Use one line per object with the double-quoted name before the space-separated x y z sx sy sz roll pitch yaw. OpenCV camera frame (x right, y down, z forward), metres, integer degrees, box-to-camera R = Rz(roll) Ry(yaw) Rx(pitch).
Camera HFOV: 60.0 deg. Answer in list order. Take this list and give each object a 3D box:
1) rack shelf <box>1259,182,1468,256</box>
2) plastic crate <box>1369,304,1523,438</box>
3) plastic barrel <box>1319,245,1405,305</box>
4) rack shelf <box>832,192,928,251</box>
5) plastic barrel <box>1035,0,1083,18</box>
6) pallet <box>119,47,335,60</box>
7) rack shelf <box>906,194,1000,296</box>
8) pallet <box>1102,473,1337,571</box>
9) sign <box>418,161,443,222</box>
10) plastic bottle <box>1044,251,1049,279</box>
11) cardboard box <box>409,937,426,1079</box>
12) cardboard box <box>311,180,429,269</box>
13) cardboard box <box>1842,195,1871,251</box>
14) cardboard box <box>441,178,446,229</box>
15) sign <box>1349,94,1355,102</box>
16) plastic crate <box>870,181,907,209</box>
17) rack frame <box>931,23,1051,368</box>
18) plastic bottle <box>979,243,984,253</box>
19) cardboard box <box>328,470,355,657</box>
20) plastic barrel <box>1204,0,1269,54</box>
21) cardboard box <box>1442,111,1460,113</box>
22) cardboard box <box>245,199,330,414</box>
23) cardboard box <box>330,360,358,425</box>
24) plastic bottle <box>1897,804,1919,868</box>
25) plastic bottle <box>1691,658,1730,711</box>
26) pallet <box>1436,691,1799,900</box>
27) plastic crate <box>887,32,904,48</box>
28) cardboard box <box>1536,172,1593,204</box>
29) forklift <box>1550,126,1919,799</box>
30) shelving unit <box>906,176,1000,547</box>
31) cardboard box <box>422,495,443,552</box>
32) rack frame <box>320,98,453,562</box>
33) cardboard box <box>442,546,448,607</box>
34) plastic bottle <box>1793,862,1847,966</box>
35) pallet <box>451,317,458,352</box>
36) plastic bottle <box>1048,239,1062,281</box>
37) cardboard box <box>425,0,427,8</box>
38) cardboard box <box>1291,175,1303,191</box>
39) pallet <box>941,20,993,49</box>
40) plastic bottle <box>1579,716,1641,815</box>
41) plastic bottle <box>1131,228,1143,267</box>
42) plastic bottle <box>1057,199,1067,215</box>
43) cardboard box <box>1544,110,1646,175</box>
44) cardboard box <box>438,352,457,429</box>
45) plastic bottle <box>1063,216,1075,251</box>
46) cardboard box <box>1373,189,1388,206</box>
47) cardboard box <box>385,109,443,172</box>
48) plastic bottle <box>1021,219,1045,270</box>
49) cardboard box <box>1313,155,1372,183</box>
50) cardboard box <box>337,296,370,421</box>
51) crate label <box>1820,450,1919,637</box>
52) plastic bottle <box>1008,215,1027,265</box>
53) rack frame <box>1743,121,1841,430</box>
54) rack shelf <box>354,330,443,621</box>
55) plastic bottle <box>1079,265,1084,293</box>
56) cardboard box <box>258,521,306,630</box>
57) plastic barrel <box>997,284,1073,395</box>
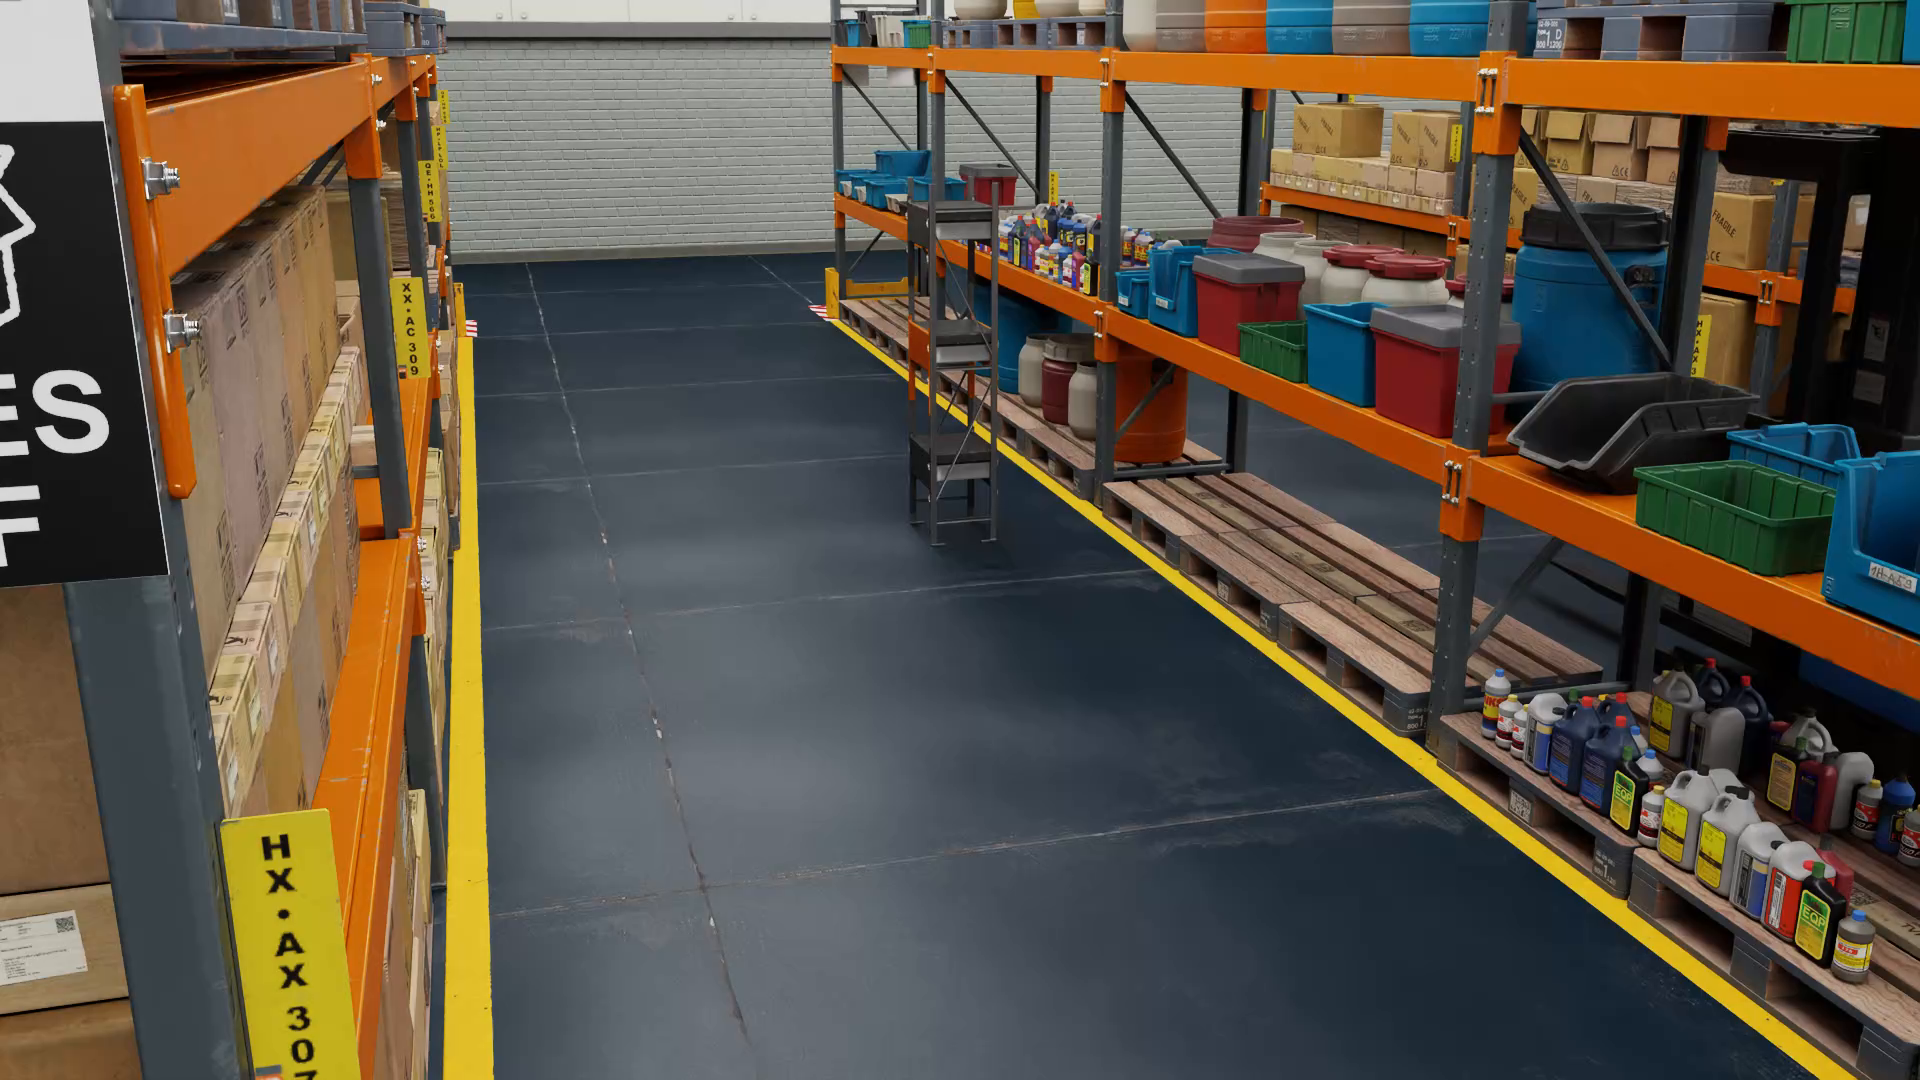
"rack shelf" 4.470 -3.390 17.273 1.077 0.370 4.000 -5 17 -15
"plastic crate" 2.029 -0.717 7.014 0.402 0.464 0.583 -5 17 -15
"plastic barrel" 2.084 -1.246 8.651 0.433 0.535 0.433 0 17 0
"rack shelf" -0.292 -2.998 15.970 1.077 0.370 4.000 -5 17 -15
"plastic barrel" 0.725 -3.864 11.423 0.433 0.535 0.433 0 17 0
"pallet" -2.562 -1.774 5.762 0.805 0.209 1.217 -5 18 -17
"rack shelf" -0.045 -1.709 9.605 0.431 0.518 0.480 -5 17 -15
"pallet" 1.533 -0.130 10.019 1.003 0.211 1.213 -5 17 -15
"sign" -2.874 -1.892 9.023 0.100 0.325 0.005 -5 17 -15
"plastic bottle" 0.624 -1.898 11.402 0.097 0.201 0.097 0 17 0
"cardboard box" -1.690 1.317 4.404 0.500 0.250 0.500 -5 17 -15
"cardboard box" -3.756 -1.975 10.409 0.700 0.500 0.500 -1 17 -5
"cardboard box" 6.306 -2.177 11.083 0.500 0.500 0.500 -7 18 -22
"cardboard box" -4.528 -2.751 13.722 0.500 0.500 0.500 -4 17 -14
"sign" 4.446 -4.995 18.941 0.100 0.325 0.005 -5 17 -15
"plastic crate" -0.646 -3.303 15.921 0.416 0.233 0.300 -5 17 -15
"rack frame" 0.258 -2.790 14.025 1.000 3.000 0.127 -5 17 -15
"plastic bottle" 0.192 -2.353 12.774 0.061 0.283 0.133 -5 17 -15
"cardboard box" -2.028 0.034 4.452 0.700 0.500 0.500 -5 17 -16
"plastic barrel" 1.554 -2.900 8.432 0.600 0.830 0.708 -5 17 -15
"cardboard box" 5.006 -3.900 16.163 0.500 0.500 0.500 -5 17 -15
"cardboard box" -2.039 -0.593 4.285 0.700 0.500 0.500 -5 17 -15
"cardboard box" -1.961 -0.418 4.828 0.380 0.149 0.250 -5 17 -16
"plastic bottle" 3.208 0.983 5.564 0.097 0.201 0.097 0 17 0
"plastic bottle" 2.910 0.637 6.458 0.144 0.351 0.185 -5 17 -17
"pallet" 2.601 0.948 6.430 1.003 0.211 1.213 -5 17 -15
"plastic crate" -0.458 -4.422 14.702 0.293 0.136 0.466 -5 17 -15
"cardboard box" 5.182 -2.805 13.901 0.500 0.500 0.500 -5 17 -17
"forklift" 3.870 -0.698 7.181 1.130 2.935 3.031 -5 17 -15
"shelving unit" -0.045 -1.051 9.802 0.431 2.100 0.503 -5 17 -15
"cardboard box" -2.741 -0.037 7.935 0.500 0.311 0.500 -5 17 -16
"rack frame" -3.407 -1.293 9.041 1.000 3.000 0.127 -5 17 -15
"cardboard box" -2.747 0.231 8.018 0.500 0.250 0.500 -4 17 -14
"plastic bottle" 2.580 1.116 4.980 0.061 0.283 0.133 -4 17 -14
"pallet" -5.364 -1.928 16.005 1.003 0.211 1.213 -5 17 -15
"plastic bottle" 0.651 -1.905 11.302 0.097 0.271 0.097 0 17 0
"cardboard box" -4.804 -4.573 14.139 0.500 0.250 0.500 -5 17 -15
"cardboard box" 3.844 -3.901 18.162 0.380 0.149 0.250 -5 17 -17
"pallet" 0.567 -3.927 12.924 1.213 0.211 1.003 -5 17 -15
"plastic bottle" 2.331 0.790 5.949 0.144 0.351 0.185 -5 18 -18
"plastic bottle" 1.275 -2.096 11.918 0.061 0.283 0.133 -5 17 -15
"plastic bottle" 0.825 -2.538 13.271 0.144 0.351 0.185 -5 17 -15
"cardboard box" 5.381 -3.343 13.948 0.797 0.503 0.637 -5 17 -15
"cardboard box" -3.830 -1.023 11.722 0.500 0.500 0.500 -4 17 -15
"plastic bottle" 0.838 -2.352 12.791 0.097 0.271 0.097 0 17 0
"cardboard box" 4.338 -3.404 16.506 0.380 0.149 0.250 -4 17 -14
"cardboard box" -4.648 -3.363 14.023 0.500 0.500 0.500 -5 17 -17
"plastic bottle" 0.518 -2.101 11.818 0.144 0.351 0.185 -5 17 -15
"cardboard box" 4.077 -3.922 17.537 0.500 0.250 0.500 -5 18 -17
"cardboard box" -2.785 -0.732 7.001 0.500 0.500 0.500 -5 17 -15
"crate label" 2.790 0.025 4.593 0.502 0.435 0.616 -5 17 -15
"plastic bottle" 0.430 -2.189 12.112 0.144 0.351 0.185 -5 17 -15
"rack frame" 6.119 -2.075 11.645 1.000 3.000 0.127 -5 17 -15
"rack shelf" -2.857 -0.395 7.303 1.077 0.370 4.000 -5 17 -15
"plastic bottle" 0.821 -1.699 10.741 0.097 0.201 0.097 0 17 0
"cardboard box" -1.465 0.080 3.170 0.380 0.149 0.250 -5 17 -16
"plastic barrel" 0.585 -1.638 13.109 0.600 0.901 0.708 -5 17 -15
